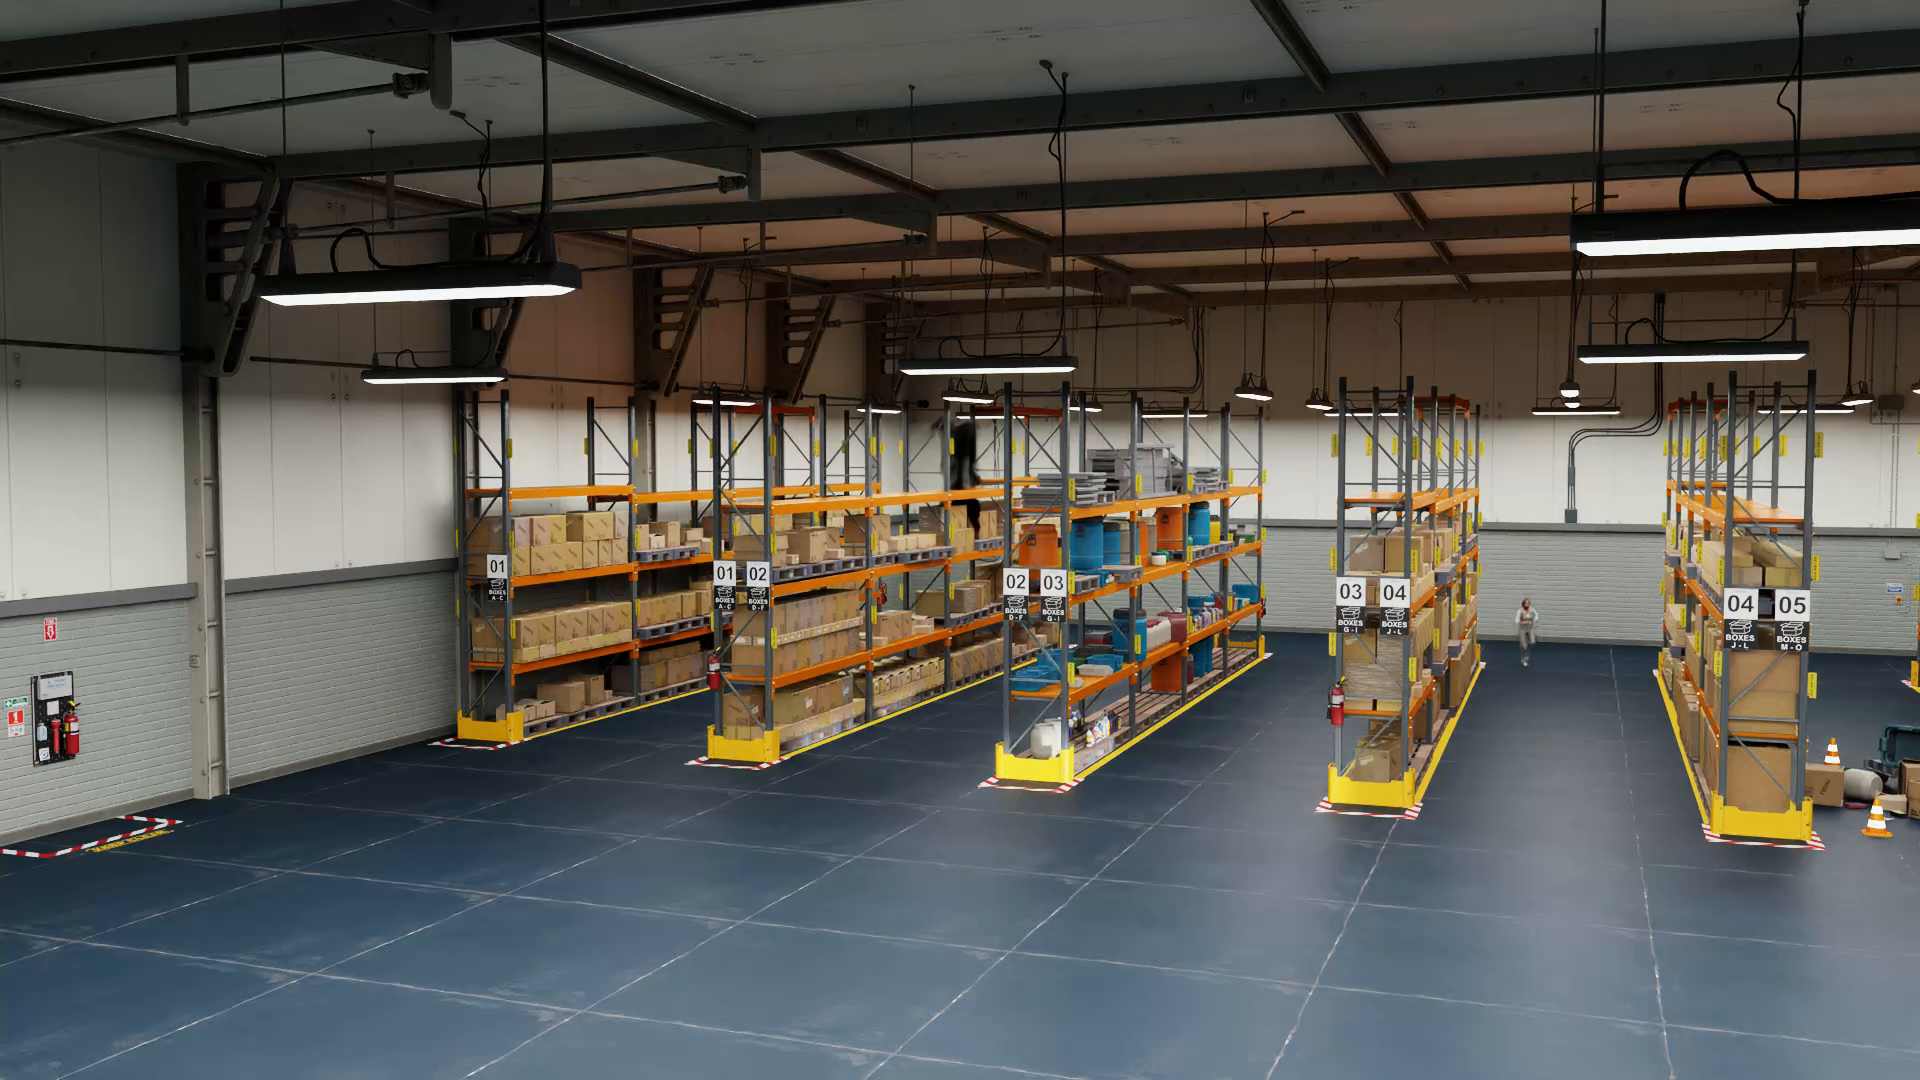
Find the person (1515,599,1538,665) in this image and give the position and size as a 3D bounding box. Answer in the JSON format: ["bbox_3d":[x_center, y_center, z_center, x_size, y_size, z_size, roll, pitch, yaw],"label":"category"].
[{"bbox_3d":[12.992,2.213,38.097,0.572,1.343,0.715,0,3,1],"label":"person"}]

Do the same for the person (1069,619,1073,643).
[{"bbox_3d":[2.604,1.792,43.027,0.740,1.778,0.687,2,4,34],"label":"person"}]
